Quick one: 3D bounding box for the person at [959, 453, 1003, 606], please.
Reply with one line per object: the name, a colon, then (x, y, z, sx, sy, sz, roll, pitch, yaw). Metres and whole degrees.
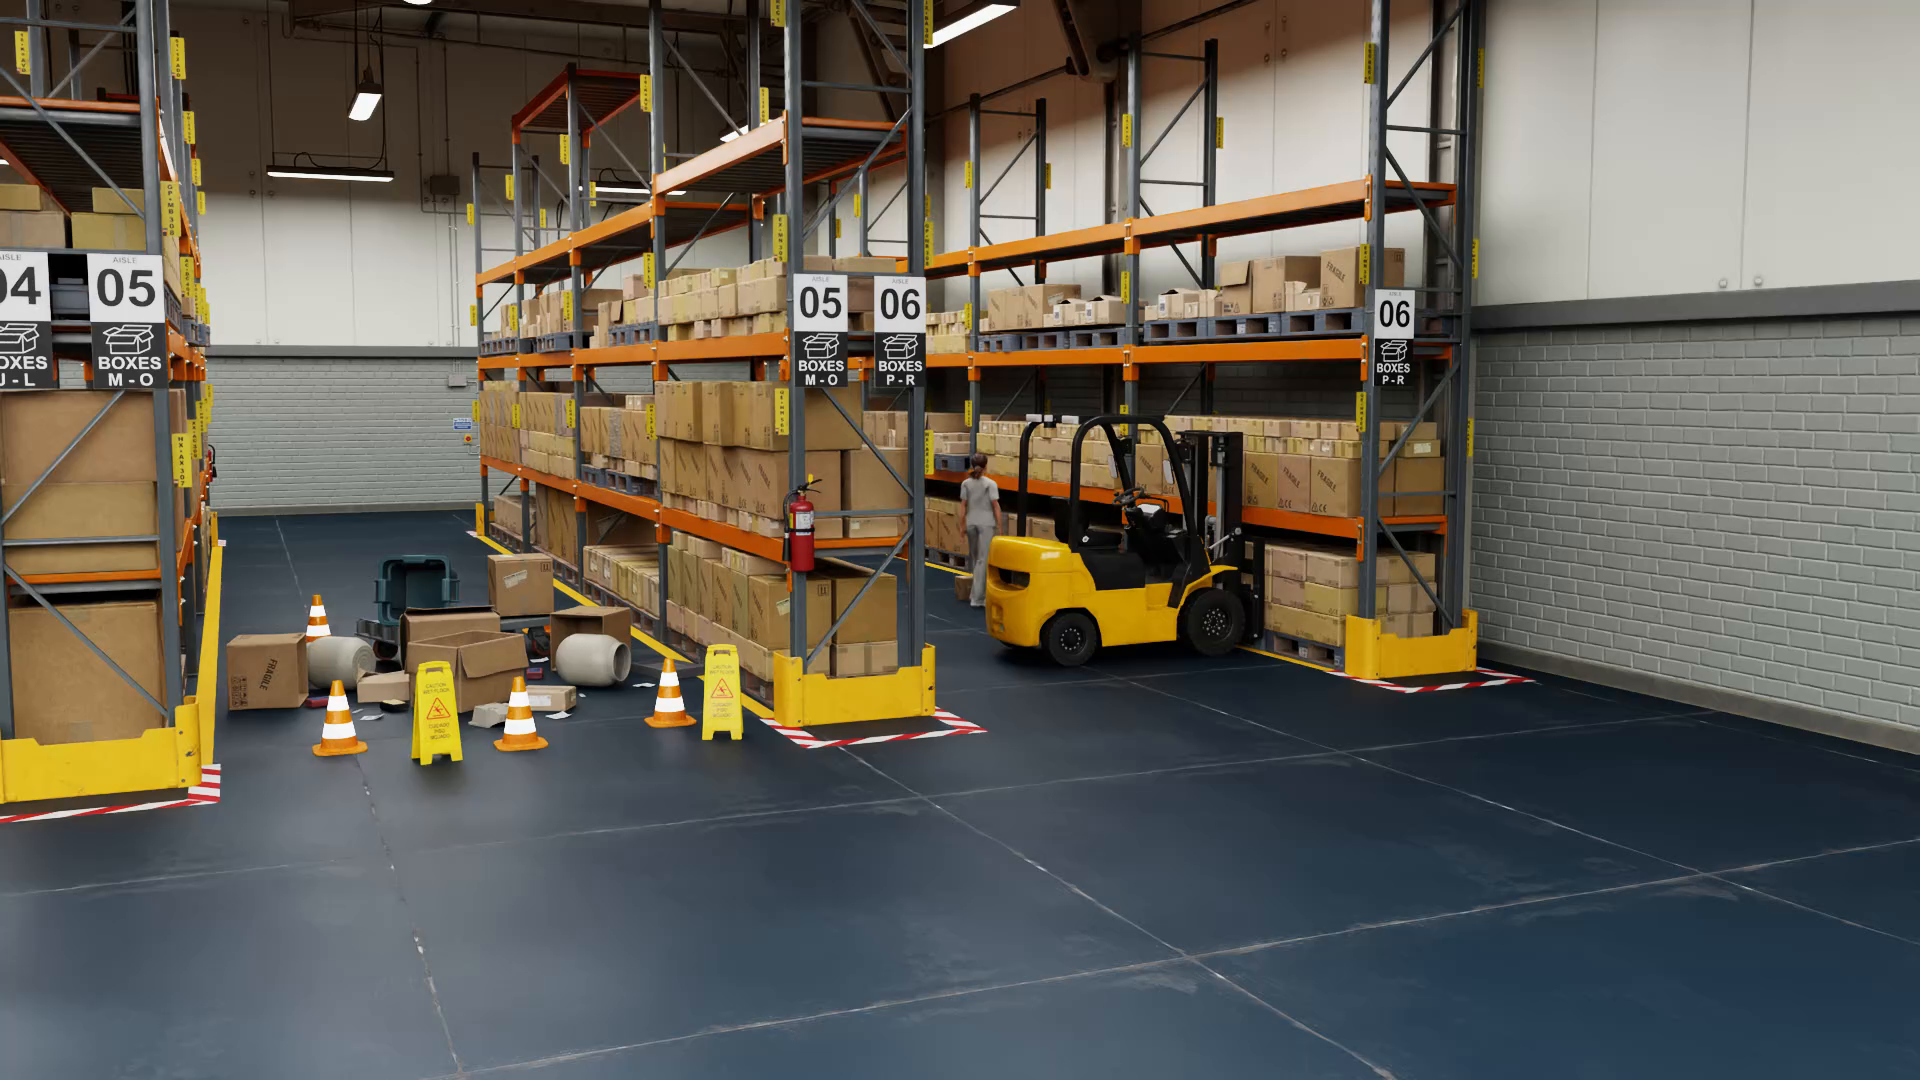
person: (0.273, -0.122, 18.152, 0.465, 1.666, 0.659, 3, 6, 31)
